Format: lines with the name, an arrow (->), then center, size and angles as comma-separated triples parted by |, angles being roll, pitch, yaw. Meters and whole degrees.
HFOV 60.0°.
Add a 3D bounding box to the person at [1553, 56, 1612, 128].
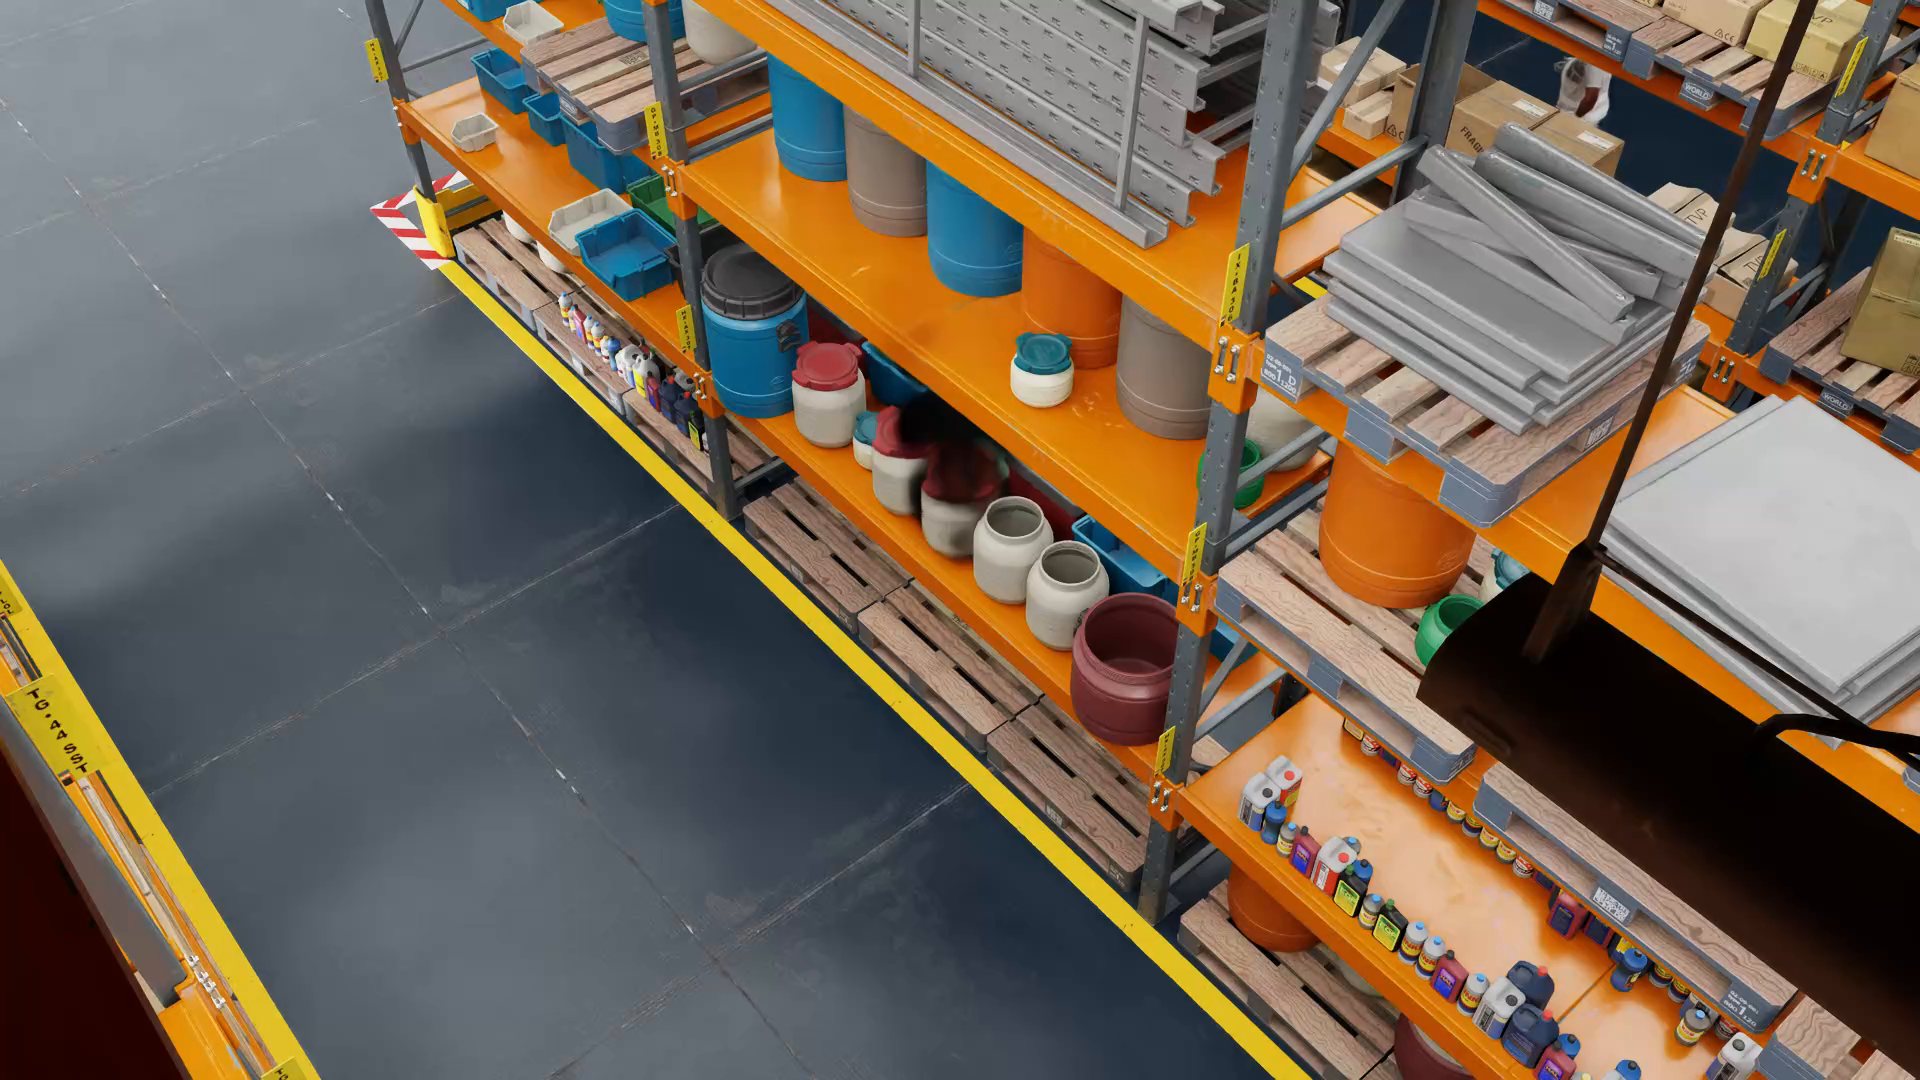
person -> 4.772, -3.341, 12.939 | 0.669, 1.773, 0.676 | -30, 53, -25
